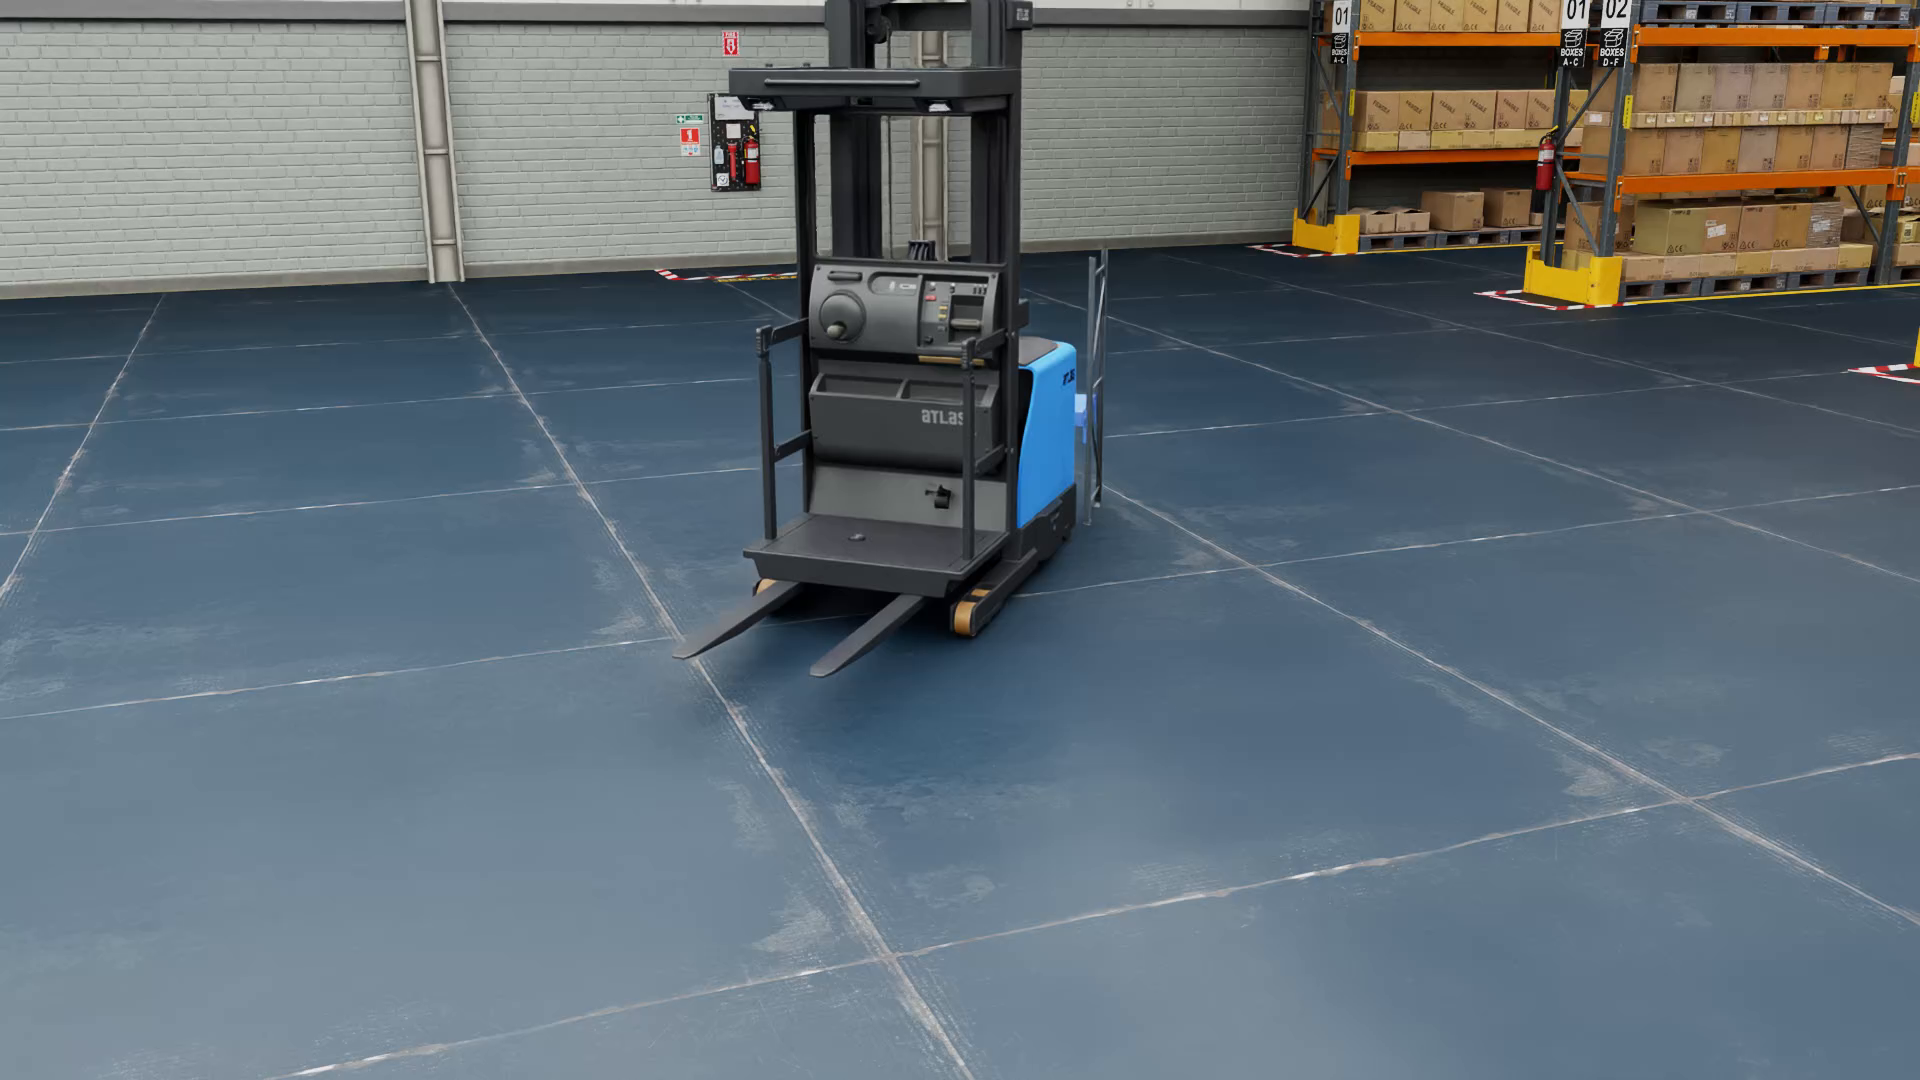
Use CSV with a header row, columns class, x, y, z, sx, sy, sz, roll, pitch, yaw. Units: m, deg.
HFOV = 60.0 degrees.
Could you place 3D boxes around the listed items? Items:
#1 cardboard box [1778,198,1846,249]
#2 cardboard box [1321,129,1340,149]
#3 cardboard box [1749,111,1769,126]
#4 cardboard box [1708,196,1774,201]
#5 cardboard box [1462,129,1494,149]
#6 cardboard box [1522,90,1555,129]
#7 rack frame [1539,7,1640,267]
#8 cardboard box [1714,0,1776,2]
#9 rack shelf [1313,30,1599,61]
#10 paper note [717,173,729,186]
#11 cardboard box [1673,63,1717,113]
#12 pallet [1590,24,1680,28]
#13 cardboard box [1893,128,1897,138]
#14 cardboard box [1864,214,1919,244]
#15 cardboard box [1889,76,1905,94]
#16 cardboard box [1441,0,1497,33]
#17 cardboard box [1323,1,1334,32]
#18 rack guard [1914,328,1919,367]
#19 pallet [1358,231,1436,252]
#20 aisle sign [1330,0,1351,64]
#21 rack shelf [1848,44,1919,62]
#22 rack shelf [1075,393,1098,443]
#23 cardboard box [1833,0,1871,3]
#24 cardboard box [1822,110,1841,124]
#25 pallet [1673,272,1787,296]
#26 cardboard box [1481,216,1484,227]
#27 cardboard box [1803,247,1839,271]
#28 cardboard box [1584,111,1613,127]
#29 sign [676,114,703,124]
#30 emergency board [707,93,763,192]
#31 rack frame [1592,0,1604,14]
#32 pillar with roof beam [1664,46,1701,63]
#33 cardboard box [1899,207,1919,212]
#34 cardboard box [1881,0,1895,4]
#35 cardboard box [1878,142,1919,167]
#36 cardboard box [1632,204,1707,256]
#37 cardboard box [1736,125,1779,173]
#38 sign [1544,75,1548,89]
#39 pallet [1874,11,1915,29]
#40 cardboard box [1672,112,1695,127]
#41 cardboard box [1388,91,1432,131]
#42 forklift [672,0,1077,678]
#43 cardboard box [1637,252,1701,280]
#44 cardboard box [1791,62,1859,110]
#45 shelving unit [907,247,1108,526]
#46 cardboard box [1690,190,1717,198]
class,x,y,z,sx,sy,sz,roll,pitch,yaw
cardboard box,9.552,-3.570,18.737,0.500,0.500,0.500,-6,17,-20
cardboard box,5.234,-5.415,22.447,0.500,0.250,0.500,-6,17,-19
cardboard box,8.522,-4.574,18.020,0.250,0.149,0.380,-6,17,-20
cardboard box,8.899,-3.657,19.031,0.500,0.500,0.500,-6,17,-20
cardboard box,6.867,-5.439,22.528,0.500,0.250,0.500,-6,17,-20
cardboard box,7.807,-5.900,22.764,0.500,0.500,0.500,-6,17,-20
rack frame,6.643,-4.077,17.657,0.127,3.000,1.000,-6,17,-20
cardboard box,8.292,-5.928,17.467,0.500,0.500,0.500,-6,17,-20
rack shelf,6.735,-6.675,22.460,4.000,0.370,1.077,-6,17,-20
paper note,-2.903,-4.411,20.360,0.142,0.148,0.016,-6,17,-20
cardboard box,7.622,-4.851,17.813,0.500,0.500,0.700,-7,18,-22
pallet,9.217,-7.166,23.188,1.003,0.211,1.213,-6,17,-20
cardboard box,14.156,-6.205,25.315,0.250,0.149,0.380,-6,17,-20
cardboard box,10.853,-3.607,19.198,0.500,0.311,0.500,-6,17,-20
cardboard box,13.821,-6.830,24.962,0.500,0.250,0.500,-6,17,-20
cardboard box,6.759,-7.002,22.083,0.500,0.500,0.500,-5,17,-17
cardboard box,5.166,-6.985,22.025,0.500,0.500,0.500,-5,17,-16
rack guard,8.466,-1.594,13.638,0.348,0.500,1.175,-6,17,-20
pallet,5.709,-4.122,22.760,1.213,0.211,1.003,-6,17,-20
aisle sign,4.907,-6.541,21.434,0.004,0.787,0.394,-6,17,-20
rack shelf,12.246,-5.776,19.396,4.000,0.370,1.077,-6,17,-20
rack shelf,0.272,-0.728,9.553,1.000,0.185,0.538,4,17,12
cardboard box,9.814,-6.254,18.578,0.500,0.500,0.500,-5,17,-16
cardboard box,9.481,-4.677,18.373,0.250,0.149,0.380,-6,17,-20
pallet,8.480,-2.949,18.765,1.213,0.211,1.003,-6,17,-20
cardboard box,7.102,-4.470,23.276,0.250,0.149,0.380,-8,18,-25
cardboard box,9.553,-3.210,18.841,0.500,0.250,0.500,-6,17,-20
cardboard box,6.932,-4.525,17.854,0.250,0.149,0.380,-6,18,-21
sign,-3.259,-5.075,20.052,0.331,0.109,0.001,-6,17,-20
emergency board,-2.713,-4.834,20.235,0.643,1.169,0.194,-6,17,-20
rack frame,8.602,-8.661,22.622,0.127,3.000,1.000,-6,17,-20
pillar with roof beam,12.354,-8.029,20.467,0.400,9.000,9.100,-6,17,-20
cardboard box,11.604,-3.851,20.029,0.500,0.311,0.500,-6,17,-20
cardboard box,13.767,-8.068,24.967,0.500,0.500,0.700,-5,17,-17
cardboard box,10.822,-4.469,19.260,0.500,0.250,0.500,-5,17,-17
cardboard box,7.690,-3.365,18.038,0.500,0.500,0.500,-6,17,-20
cardboard box,8.528,-4.325,18.326,0.500,0.500,0.700,-6,17,-18
sign,8.400,-6.484,23.800,0.005,0.325,0.100,-6,17,-20
pallet,11.197,-5.920,18.949,1.217,0.209,0.805,-7,18,-22
cardboard box,7.566,-4.471,17.671,0.250,0.149,0.380,-6,17,-20
cardboard box,5.885,-5.693,22.062,0.500,0.500,0.500,-6,17,-20
forklift,-0.339,-1.092,7.616,1.130,2.935,3.031,6,17,19
cardboard box,7.689,-3.006,18.145,0.500,0.250,0.500,-6,17,-20
cardboard box,9.495,-5.053,18.501,0.500,0.500,0.700,-6,17,-20
shelving unit,0.272,-0.900,9.502,1.048,1.500,0.538,4,17,12
cardboard box,10.707,-5.033,24.568,0.500,0.500,0.700,-6,17,-20
